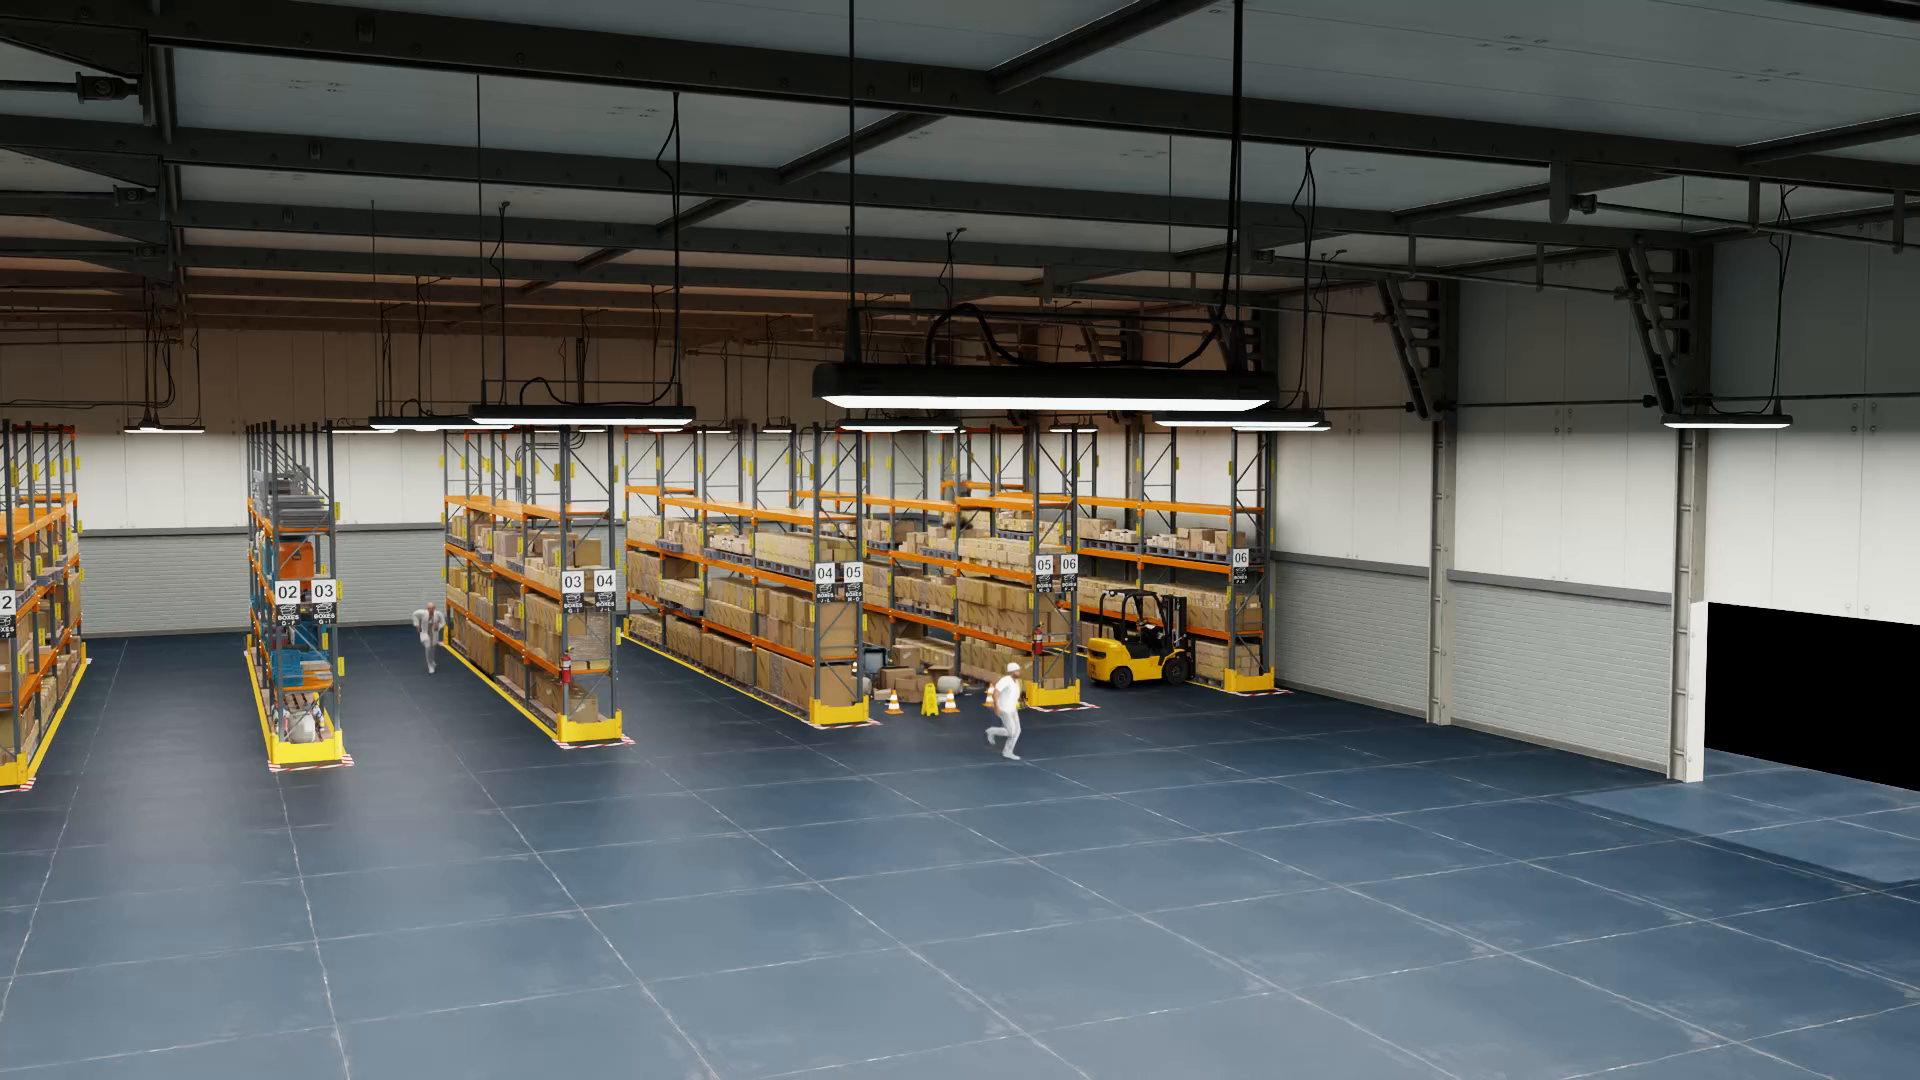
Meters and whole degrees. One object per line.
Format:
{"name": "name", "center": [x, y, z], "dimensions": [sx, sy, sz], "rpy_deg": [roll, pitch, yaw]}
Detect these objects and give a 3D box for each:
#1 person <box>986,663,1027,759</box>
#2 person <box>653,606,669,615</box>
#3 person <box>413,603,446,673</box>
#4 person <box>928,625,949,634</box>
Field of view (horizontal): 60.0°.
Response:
{"name": "person", "center": [0.817, 3.034, 29.610], "dimensions": [0.701, 1.718, 0.739], "rpy_deg": [2, 4, 28]}
{"name": "person", "center": [-9.000, 1.718, 50.221], "dimensions": [0.665, 1.751, 0.714], "rpy_deg": [2, 4, 31]}
{"name": "person", "center": [-12.960, 2.368, 40.630], "dimensions": [0.753, 1.744, 1.057], "rpy_deg": [-1, 4, -21]}
{"name": "person", "center": [-0.676, 1.890, 47.394], "dimensions": [0.680, 1.771, 1.127], "rpy_deg": [-3, 5, -42]}
